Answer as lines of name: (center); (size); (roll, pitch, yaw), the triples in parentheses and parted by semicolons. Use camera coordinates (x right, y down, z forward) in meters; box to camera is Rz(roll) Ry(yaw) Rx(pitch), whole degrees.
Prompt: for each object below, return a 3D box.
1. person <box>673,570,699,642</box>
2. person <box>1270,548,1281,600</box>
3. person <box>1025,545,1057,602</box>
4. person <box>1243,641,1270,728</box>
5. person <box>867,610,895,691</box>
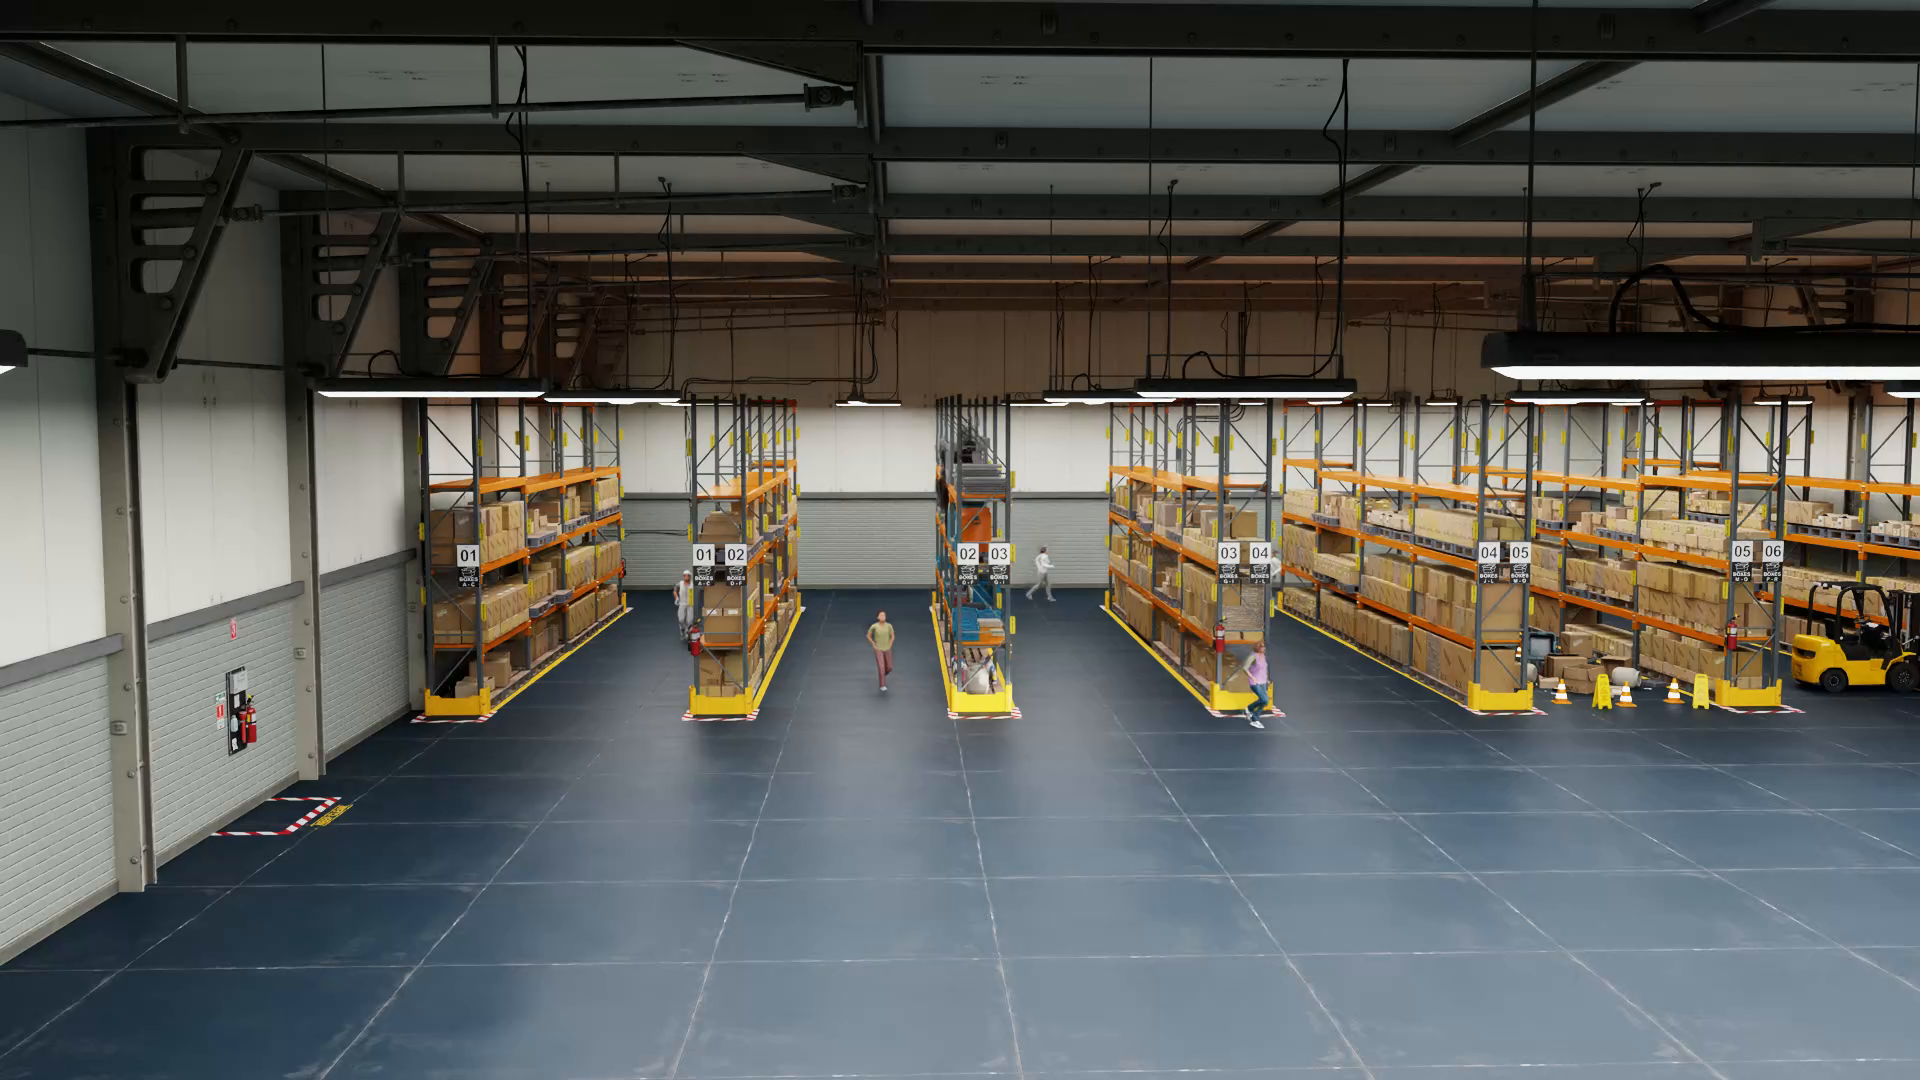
person: (-6.710, 1.627, 40.787); (0.634, 1.768, 0.670); (-1, 5, -8)
person: (9.047, 1.078, 48.599); (0.502, 1.672, 0.690); (-1, 5, -18)
person: (2.409, 0.995, 49.267); (0.935, 1.691, 0.583); (0, 5, 6)
person: (5.378, 2.600, 29.938); (0.567, 1.567, 0.482); (-4, 6, -43)
person: (-1.607, 2.238, 33.951); (0.581, 1.621, 0.646); (-1, 5, -16)
